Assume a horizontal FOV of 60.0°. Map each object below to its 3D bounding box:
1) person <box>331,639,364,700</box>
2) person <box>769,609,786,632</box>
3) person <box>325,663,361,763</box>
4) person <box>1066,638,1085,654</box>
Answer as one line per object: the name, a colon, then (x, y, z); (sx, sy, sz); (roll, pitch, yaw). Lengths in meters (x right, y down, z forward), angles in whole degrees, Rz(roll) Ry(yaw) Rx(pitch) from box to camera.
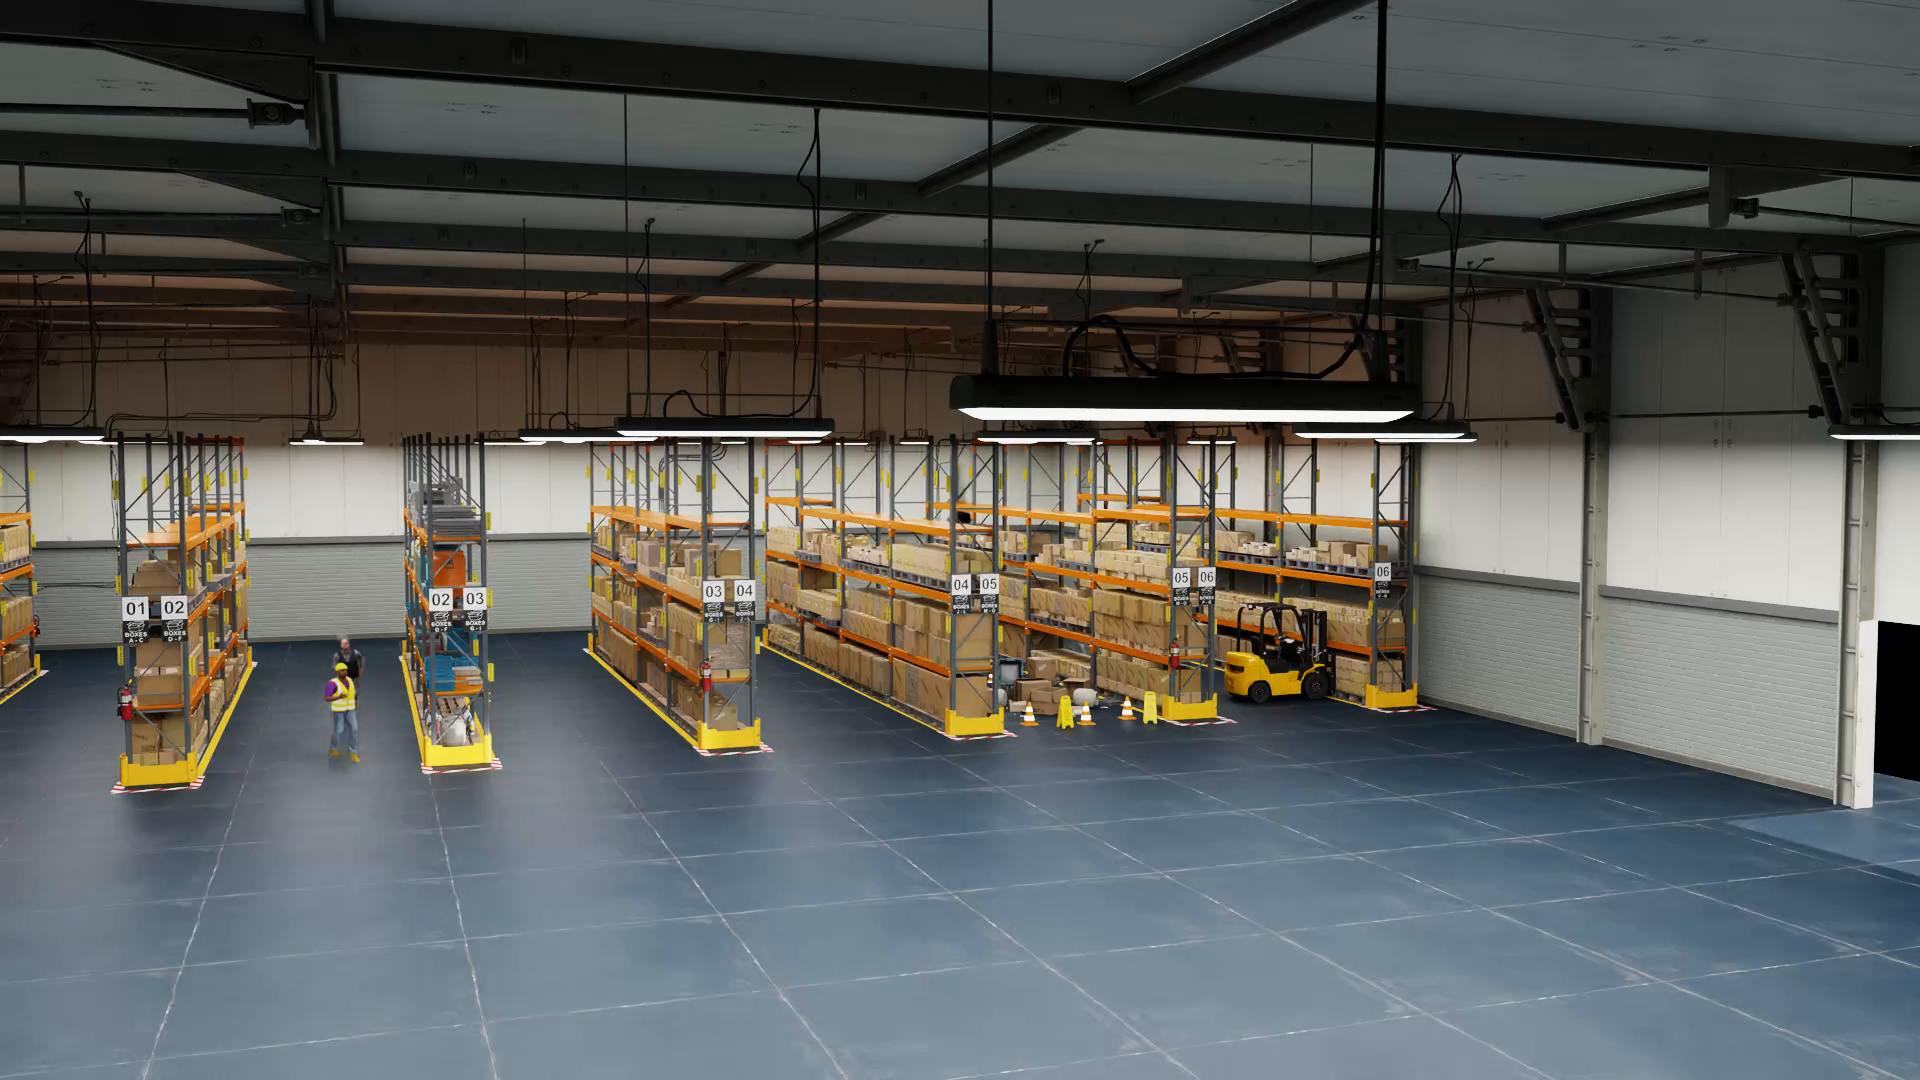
person: (-12.910, 2.926, 35.104); (0.675, 1.676, 0.764); (-1, 3, -23)
person: (-5.375, 2.107, 49.390); (0.958, 1.786, 0.702); (0, 3, -6)
person: (-11.284, 3.147, 30.374); (0.775, 1.819, 0.683); (3, 4, 41)
person: (3.086, 2.433, 44.803); (0.627, 1.693, 0.761); (-1, 3, -25)
